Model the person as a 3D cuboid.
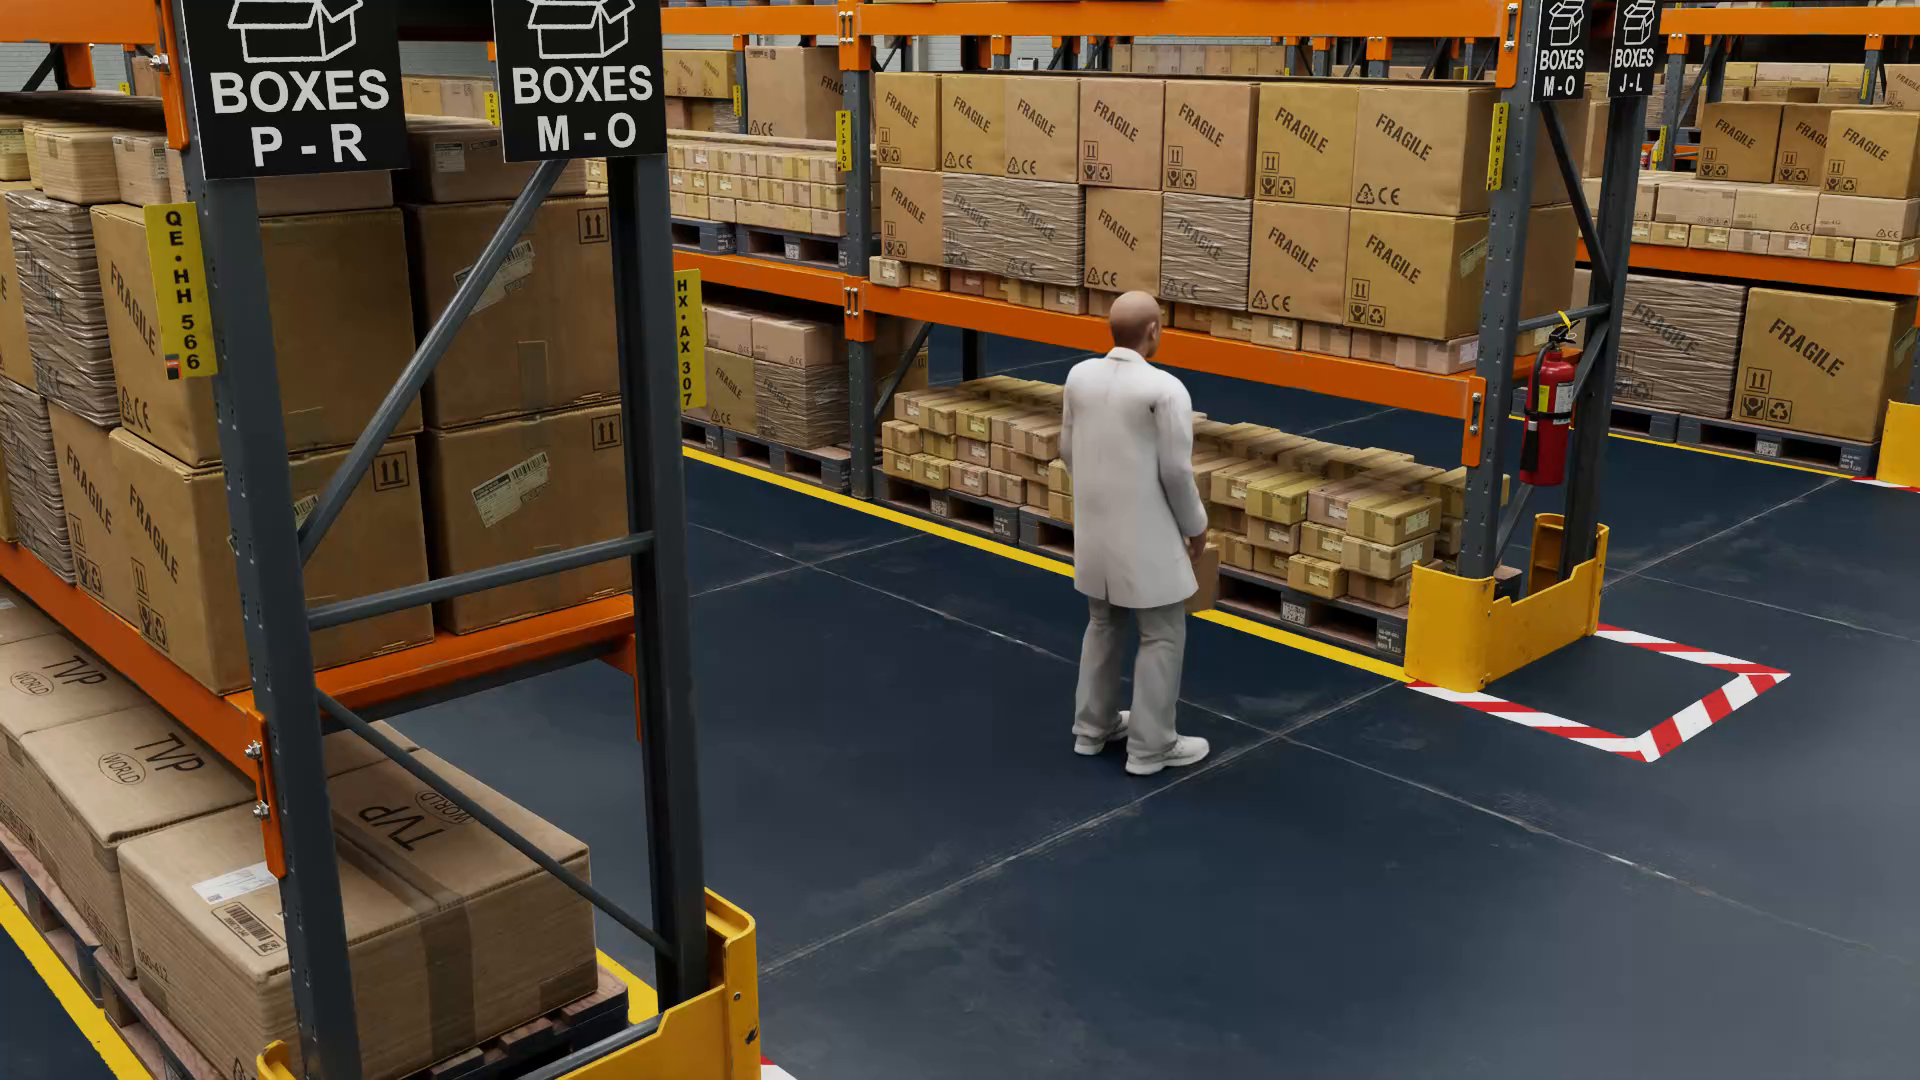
[{"bbox_3d":[0.615,-2.532,14.318,12.384,1.779,12.739,-16,23,-42],"label":"person"}]
